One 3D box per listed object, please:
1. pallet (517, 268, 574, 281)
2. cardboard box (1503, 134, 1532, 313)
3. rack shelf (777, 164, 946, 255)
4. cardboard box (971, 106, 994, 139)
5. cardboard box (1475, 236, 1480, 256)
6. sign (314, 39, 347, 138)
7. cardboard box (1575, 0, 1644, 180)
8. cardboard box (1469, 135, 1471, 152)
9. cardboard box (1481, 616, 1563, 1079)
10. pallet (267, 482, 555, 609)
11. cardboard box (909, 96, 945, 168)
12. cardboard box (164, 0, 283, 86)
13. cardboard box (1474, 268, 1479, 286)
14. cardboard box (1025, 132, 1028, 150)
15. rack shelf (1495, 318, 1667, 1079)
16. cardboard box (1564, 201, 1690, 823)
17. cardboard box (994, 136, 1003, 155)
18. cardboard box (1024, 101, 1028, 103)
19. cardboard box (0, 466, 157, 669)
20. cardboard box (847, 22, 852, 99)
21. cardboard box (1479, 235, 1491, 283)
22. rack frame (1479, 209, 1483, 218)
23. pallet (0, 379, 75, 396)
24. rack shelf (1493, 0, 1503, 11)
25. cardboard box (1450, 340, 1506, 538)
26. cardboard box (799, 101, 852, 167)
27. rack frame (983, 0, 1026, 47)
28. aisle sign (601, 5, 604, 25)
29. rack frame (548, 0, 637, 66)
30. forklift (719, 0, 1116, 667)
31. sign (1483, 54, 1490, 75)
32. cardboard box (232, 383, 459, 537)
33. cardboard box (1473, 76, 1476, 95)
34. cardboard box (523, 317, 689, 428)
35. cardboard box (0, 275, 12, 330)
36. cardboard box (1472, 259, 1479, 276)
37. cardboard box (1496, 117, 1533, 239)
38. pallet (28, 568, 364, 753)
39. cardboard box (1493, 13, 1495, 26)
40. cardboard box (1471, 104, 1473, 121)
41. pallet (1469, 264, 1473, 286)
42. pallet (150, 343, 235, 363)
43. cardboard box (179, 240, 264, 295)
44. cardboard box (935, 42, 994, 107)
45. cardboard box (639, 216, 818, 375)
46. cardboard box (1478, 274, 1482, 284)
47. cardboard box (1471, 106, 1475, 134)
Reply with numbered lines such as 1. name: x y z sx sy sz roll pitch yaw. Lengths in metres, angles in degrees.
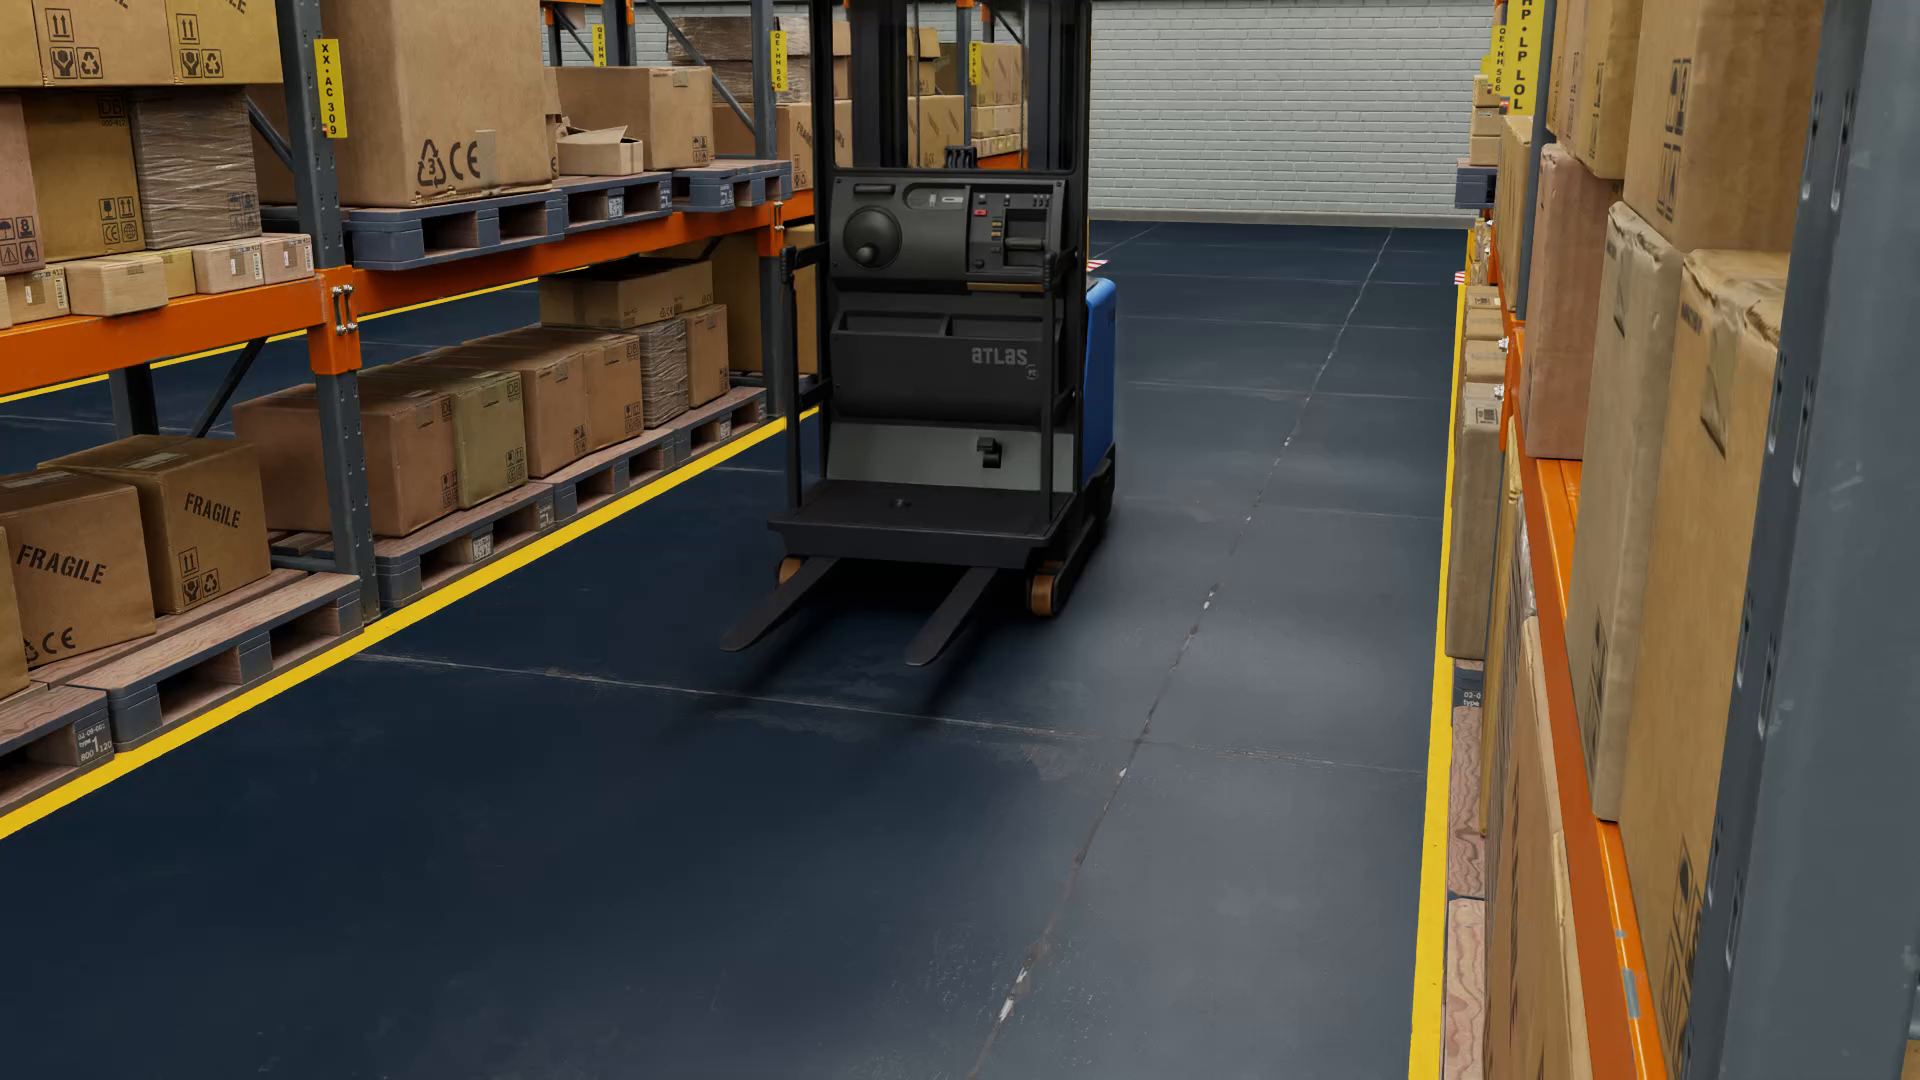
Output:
1. pallet: -4.639 -2.820 16.884 1.003 0.211 1.213 5 16 16
2. cardboard box: 1.938 -0.963 5.044 0.500 0.500 0.500 5 16 16
3. rack shelf: -0.976 -2.392 11.585 1.077 0.370 4.000 5 16 16
4. cardboard box: -0.023 -3.435 13.674 0.500 0.250 0.500 4 16 15
5. cardboard box: 4.471 -2.428 13.756 0.380 0.149 0.250 4 16 14
6. sign: -2.158 -1.545 5.694 0.100 0.325 0.005 5 16 16
7. cardboard box: 1.435 -0.833 2.514 0.875 0.550 0.500 5 16 16
8. cardboard box: 3.176 -2.318 9.694 0.380 0.149 0.250 4 16 13
9. cardboard box: 1.287 0.696 2.503 0.875 0.875 0.875 4 16 15
10. pallet: -2.461 -0.031 7.052 1.003 0.211 1.213 5 16 16
11. cardboard box: -0.426 -3.037 12.358 0.500 0.500 0.500 5 17 18
12. cardboard box: -2.545 -1.702 5.272 0.500 0.500 0.500 5 16 16
13. cardboard box: 4.169 -2.003 12.804 0.380 0.149 0.250 4 16 13
14. cardboard box: 0.437 -3.600 14.987 0.380 0.149 0.250 4 16 14
15. rack shelf: 1.478 0.112 2.757 1.077 0.370 4.000 5 16 16
16. cardboard box: 1.107 -0.030 1.662 0.875 0.550 0.550 5 16 16
17. cardboard box: 0.145 -3.330 14.034 0.380 0.149 0.250 5 17 18
18. cardboard box: 0.557 -3.966 15.545 0.500 0.250 0.500 4 16 14
19. cardboard box: -2.988 0.084 5.348 0.500 0.500 0.500 11 19 33
20. cardboard box: -0.949 -3.282 11.383 0.797 0.503 0.637 5 17 18
21. cardboard box: 3.558 -1.765 10.494 0.500 0.250 0.500 5 17 18
22. rack frame: 5.456 -3.897 15.572 1.000 3.000 0.127 5 16 16
23. pallet: -6.550 -1.058 10.673 1.003 0.211 1.213 5 16 16
24. rack shelf: 4.888 -4.471 13.416 1.077 0.370 4.000 5 16 16
25. cardboard box: 2.414 -0.299 6.239 1.050 0.750 0.750 5 16 16
26. cardboard box: -1.001 -2.505 10.479 0.500 0.500 0.500 4 16 14
27. rack frame: 0.729 -4.308 17.022 1.000 3.000 0.127 5 16 16
28. aisle sign: -3.718 -5.939 18.007 0.394 0.787 0.004 5 16 16
29. rack frame: -4.019 -4.692 18.376 1.000 3.000 0.127 5 16 16
30. forklift: -0.100 -1.231 6.297 1.130 2.935 3.031 4 16 12
31. sign: 3.797 -3.307 11.906 0.100 0.325 0.005 5 16 16
32. cardboard box: -2.486 -0.337 6.795 0.700 0.500 0.500 3 16 12
33. cardboard box: 3.400 -2.812 10.348 0.380 0.149 0.250 5 17 18
34. cardboard box: -1.861 -0.901 8.785 0.700 0.500 0.500 3 16 11
35. cardboard box: -2.863 -0.646 4.569 0.380 0.149 0.250 5 16 16
36. cardboard box: 4.763 -2.417 14.808 0.380 0.149 0.250 5 17 17
37. cardboard box: 2.511 -1.491 6.905 0.500 0.500 0.500 5 16 16
38. pallet: -2.838 0.351 5.704 1.003 0.211 1.213 5 16 16
39. cardboard box: 4.626 -4.072 13.628 0.500 0.500 0.500 4 16 14
40. cardboard box: 3.548 -2.804 10.864 0.380 0.149 0.250 4 16 13
41. pallet: 5.170 -2.326 15.143 1.003 0.211 1.213 5 16 16
42. pallet: -6.109 -1.467 12.116 1.003 0.211 1.213 5 16 16
43. cardboard box: -2.540 -0.904 5.481 0.380 0.149 0.250 5 16 16
44. cardboard box: -0.026 -3.799 13.581 0.500 0.500 0.500 5 16 16
45. cardboard box: -1.328 -1.574 10.506 1.225 0.875 0.875 4 16 13
46. cardboard box: 3.706 -1.539 11.069 0.500 0.500 0.500 5 17 18
47. cardboard box: 2.961 -2.263 8.956 0.380 0.149 0.250 5 17 18
